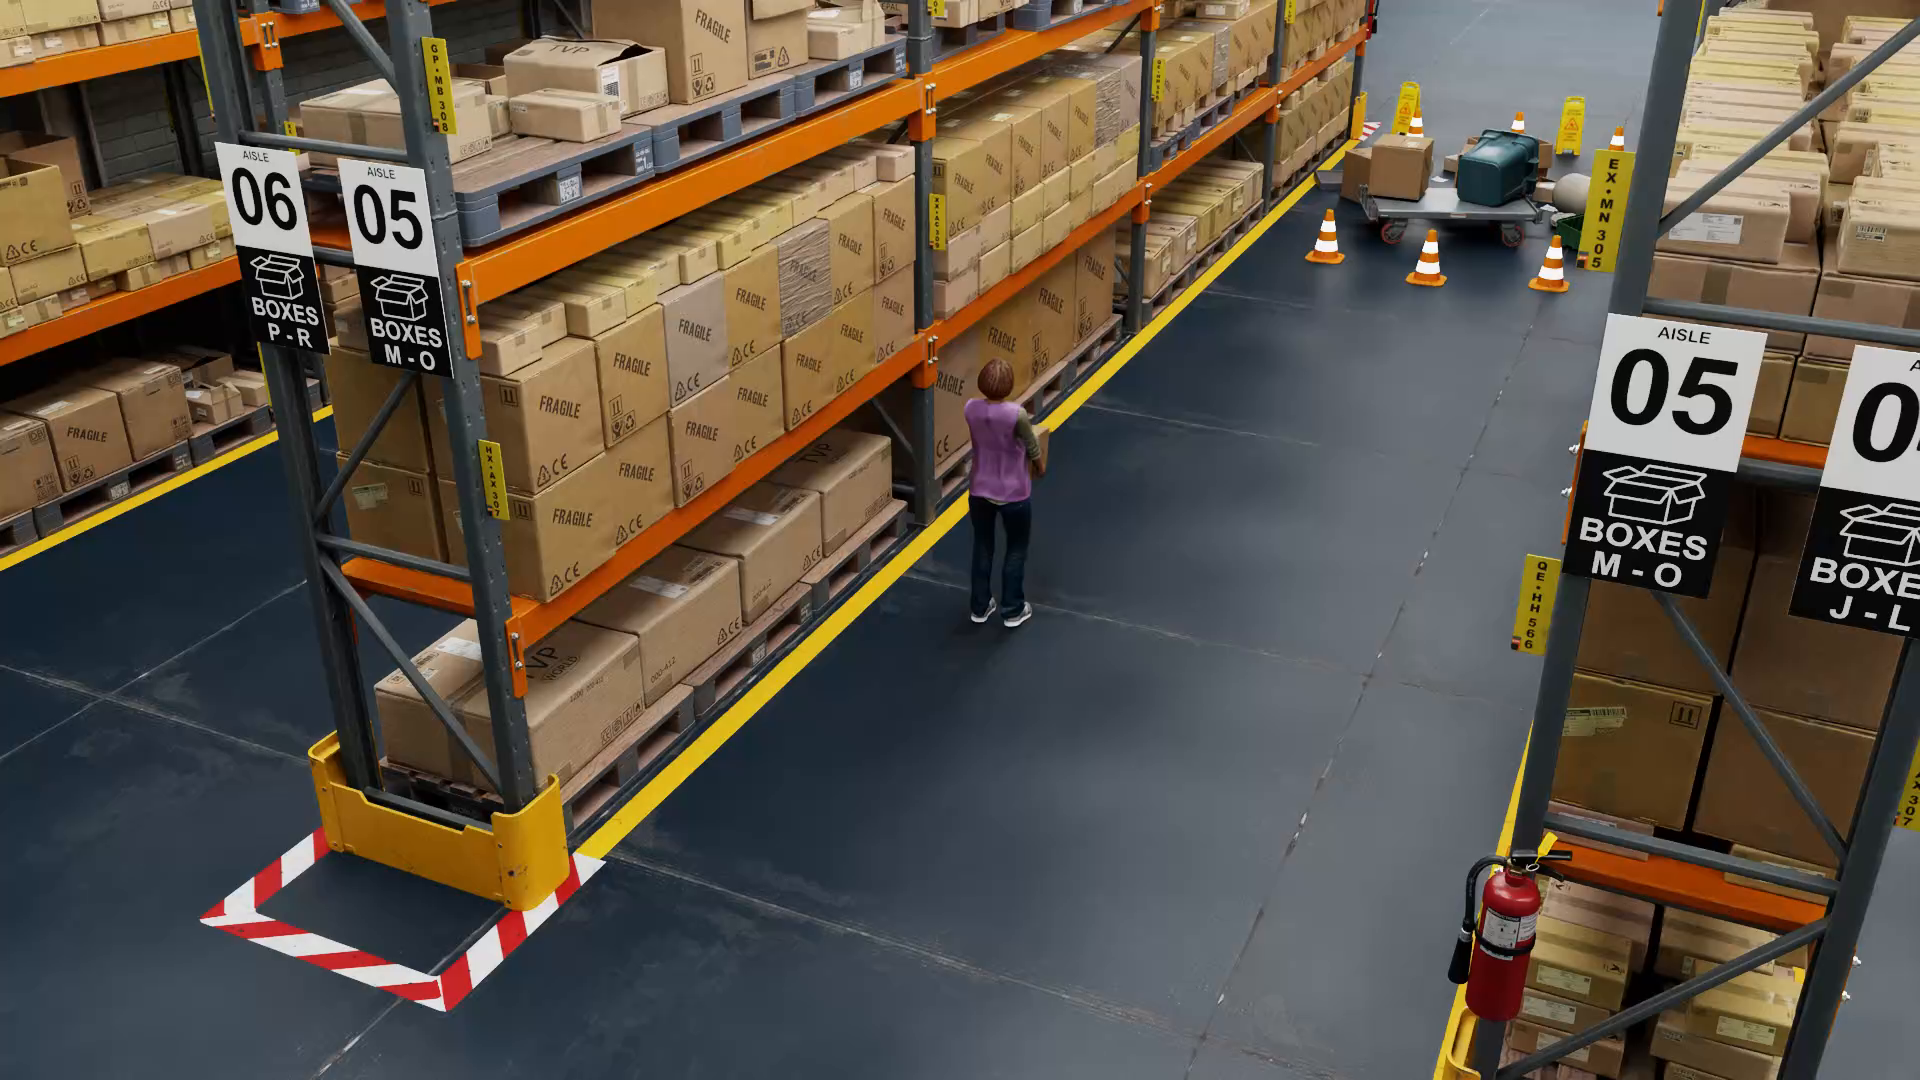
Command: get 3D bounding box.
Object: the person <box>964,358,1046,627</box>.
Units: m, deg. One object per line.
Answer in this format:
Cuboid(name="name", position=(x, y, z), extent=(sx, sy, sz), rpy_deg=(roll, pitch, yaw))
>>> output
Cuboid(name="person", position=(0.251, -0.287, 9.205), extent=(0.386, 1.598, 0.497), rpy_deg=(12, 29, 22))
